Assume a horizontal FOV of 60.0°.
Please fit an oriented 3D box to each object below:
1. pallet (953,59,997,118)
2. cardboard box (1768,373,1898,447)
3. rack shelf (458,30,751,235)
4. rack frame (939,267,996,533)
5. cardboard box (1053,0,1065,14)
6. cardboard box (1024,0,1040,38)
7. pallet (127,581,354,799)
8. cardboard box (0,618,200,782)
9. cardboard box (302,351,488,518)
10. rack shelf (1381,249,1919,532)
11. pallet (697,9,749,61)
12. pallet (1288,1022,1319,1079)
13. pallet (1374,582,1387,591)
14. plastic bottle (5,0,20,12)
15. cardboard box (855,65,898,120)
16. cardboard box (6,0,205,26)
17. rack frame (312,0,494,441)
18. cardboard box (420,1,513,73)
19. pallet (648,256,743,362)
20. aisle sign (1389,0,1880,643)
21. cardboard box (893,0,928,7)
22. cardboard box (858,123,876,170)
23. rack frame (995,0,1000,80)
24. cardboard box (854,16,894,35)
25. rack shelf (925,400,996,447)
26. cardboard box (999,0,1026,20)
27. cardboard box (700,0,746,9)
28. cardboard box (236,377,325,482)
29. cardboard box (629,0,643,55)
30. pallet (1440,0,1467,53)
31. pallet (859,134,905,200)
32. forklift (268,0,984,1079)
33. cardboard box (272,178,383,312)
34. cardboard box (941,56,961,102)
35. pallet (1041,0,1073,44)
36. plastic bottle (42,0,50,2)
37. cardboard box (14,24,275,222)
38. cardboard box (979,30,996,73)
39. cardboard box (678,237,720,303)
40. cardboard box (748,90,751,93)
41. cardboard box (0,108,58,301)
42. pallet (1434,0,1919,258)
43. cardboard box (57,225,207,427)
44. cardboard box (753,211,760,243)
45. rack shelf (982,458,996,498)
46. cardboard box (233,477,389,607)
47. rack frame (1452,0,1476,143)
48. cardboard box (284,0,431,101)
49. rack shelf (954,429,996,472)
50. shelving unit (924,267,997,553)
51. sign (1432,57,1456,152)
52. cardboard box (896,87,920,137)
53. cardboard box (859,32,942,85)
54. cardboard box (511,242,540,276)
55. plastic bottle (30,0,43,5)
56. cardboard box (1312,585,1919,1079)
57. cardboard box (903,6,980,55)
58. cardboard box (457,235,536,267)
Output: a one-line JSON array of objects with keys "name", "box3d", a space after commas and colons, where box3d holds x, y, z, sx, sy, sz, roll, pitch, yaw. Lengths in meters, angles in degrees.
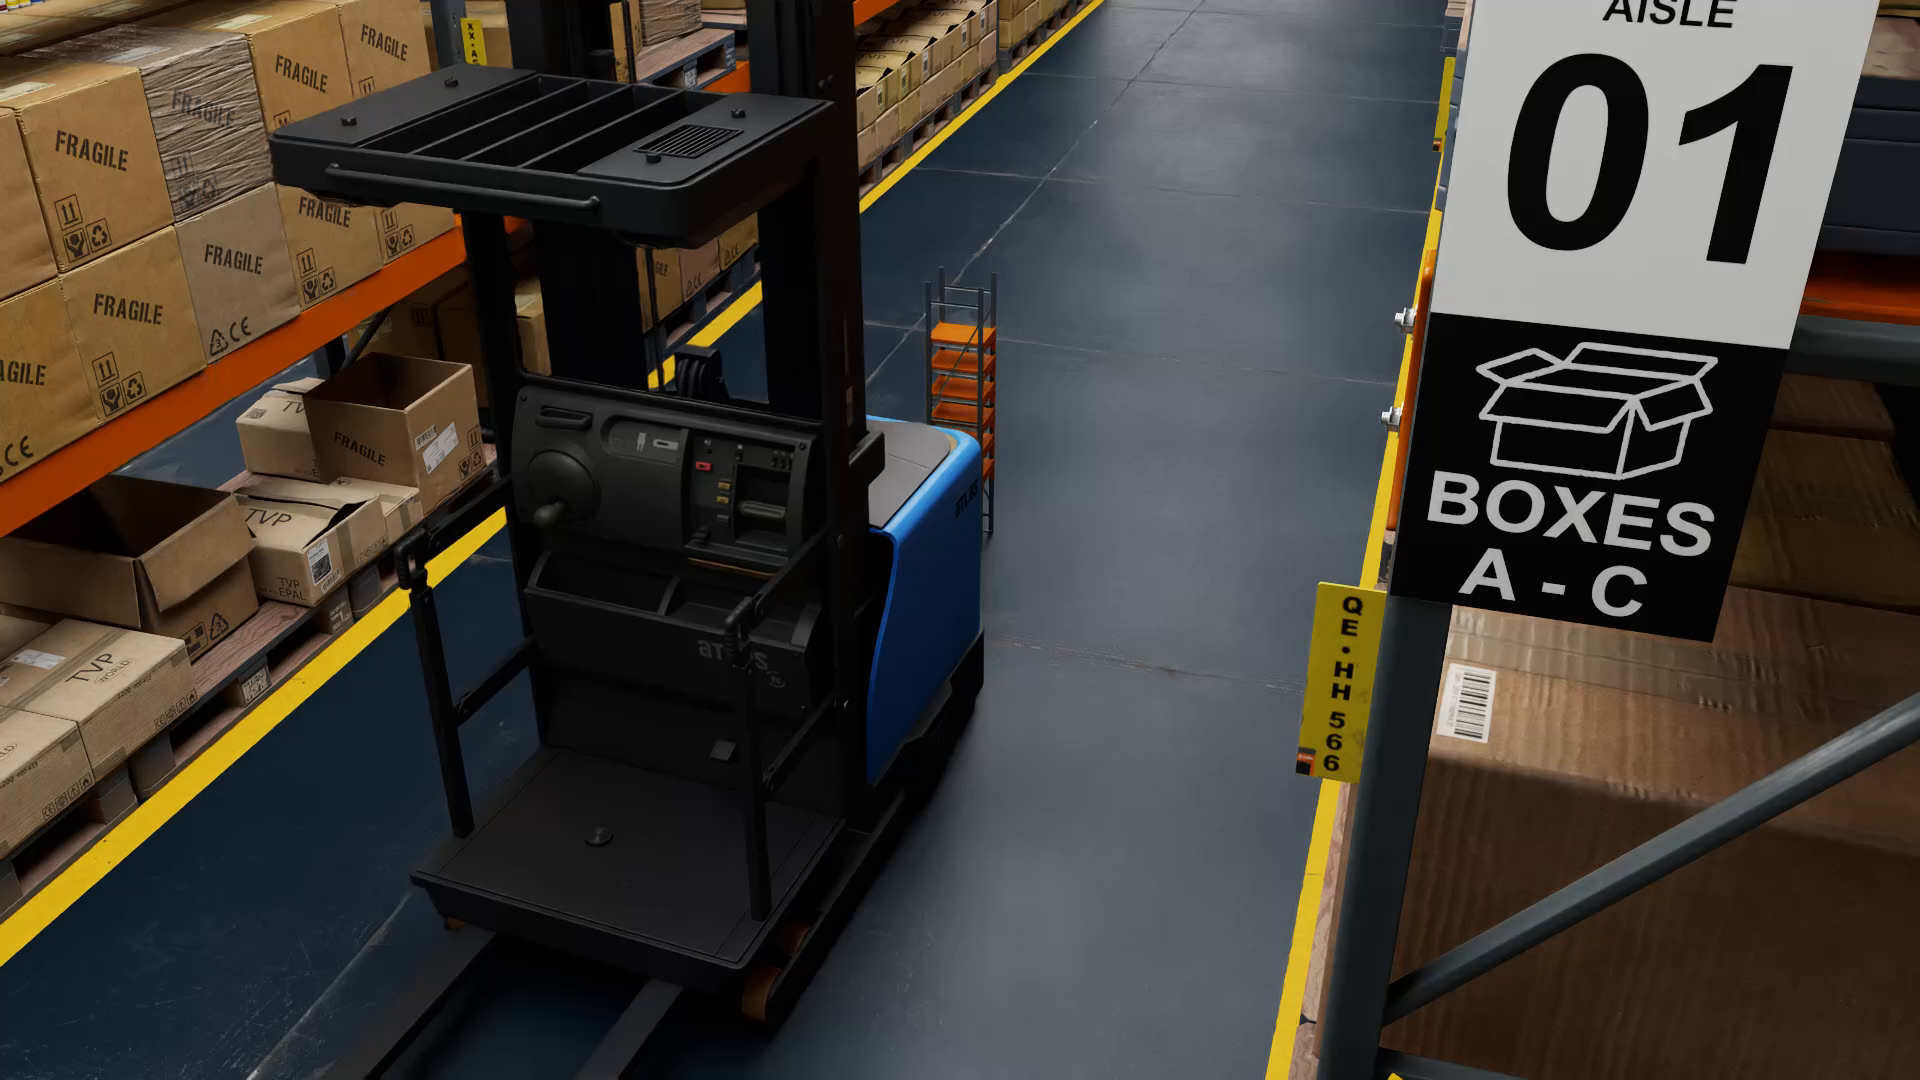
[{"name": "pallet", "box3d": [-0.337, -3.814, 13.890, 1.003, 0.211, 1.213, 8, 30, 15]}, {"name": "cardboard box", "box3d": [1.632, -0.161, 4.146, 0.980, 0.700, 0.700, 7, 30, 12]}, {"name": "rack shelf", "box3d": [-1.919, -2.278, 9.000, 1.077, 0.370, 4.000, 8, 30, 15]}, {"name": "rack frame", "box3d": [0.031, -0.574, 7.047, 0.240, 1.200, 0.006, 8, 30, 15]}, {"name": "cardboard box", "box3d": [0.712, -5.232, 15.965, 0.500, 0.250, 0.500, 8, 30, 15]}, {"name": "cardboard box", "box3d": [0.420, -4.767, 15.130, 0.500, 0.250, 0.500, 8, 30, 15]}, {"name": "pallet", "box3d": [-3.065, 0.443, 6.236, 1.003, 0.211, 1.213, 8, 30, 15]}, {"name": "cardboard box", "box3d": [-2.956, 0.528, 5.591, 0.500, 0.250, 0.500, 8, 30, 15]}, {"name": "cardboard box", "box3d": [-2.402, -0.458, 7.106, 0.500, 0.500, 0.500, 8, 30, 15]}, {"name": "rack shelf", "box3d": [1.643, -1.025, 3.662, 1.077, 0.370, 4.000, 8, 30, 15]}, {"name": "pallet", "box3d": [-1.464, -3.113, 9.958, 1.213, 0.211, 1.003, 8, 30, 15]}, {"name": "pallet", "box3d": [1.216, 1.737, 3.911, 1.003, 0.211, 1.213, 8, 30, 15]}, {"name": "pallet", "box3d": [1.932, 0.603, 5.949, 1.003, 0.211, 1.213, 8, 30, 15]}, {"name": "plastic bottle", "box3d": [-6.067, -3.465, 10.598, 0.097, 0.201, 0.097, 0, 29, 0]}, {"name": "cardboard box", "box3d": [-0.751, -3.196, 11.729, 0.500, 0.311, 0.500, 8, 30, 14]}, {"name": "cardboard box", "box3d": [-3.064, -1.725, 6.134, 0.500, 0.500, 0.500, 8, 30, 13]}, {"name": "rack frame", "box3d": [-2.506, -1.663, 7.154, 1.000, 3.000, 0.127, 8, 30, 15]}, {"name": "cardboard box", "box3d": [-2.153, -2.079, 7.366, 0.700, 0.500, 0.500, -1, 29, -2]}, {"name": "pallet", "box3d": [-1.947, -1.397, 9.544, 1.003, 0.211, 1.213, 8, 30, 15]}, {"name": "aisle sign", "box3d": [0.748, -0.245, 1.930, 0.394, 0.787, 0.004, 8, 30, 15]}, {"name": "cardboard box", "box3d": [-0.517, -4.451, 13.986, 0.500, 0.311, 0.500, 9, 30, 15]}, {"name": "cardboard box", "box3d": [-0.898, -2.705, 11.424, 0.500, 0.250, 0.500, 8, 30, 15]}, {"name": "rack frame", "box3d": [-0.158, -5.381, 13.837, 1.000, 3.000, 0.127, 8, 30, 15]}, {"name": "cardboard box", "box3d": [-0.820, -3.979, 13.136, 0.500, 0.311, 0.500, 8, 30, 13]}, {"name": "rack shelf", "box3d": [0.004, -0.492, 6.992, 0.258, 0.103, 0.180, 8, 30, 15]}, {"name": "cardboard box", "box3d": [0.278, -4.861, 14.528, 0.500, 0.500, 0.500, 8, 30, 15]}, {"name": "cardboard box", "box3d": [-1.409, -3.441, 9.814, 0.700, 0.500, 0.500, -1, 29, -2]}, {"name": "cardboard box", "box3d": [-2.836, -0.516, 7.406, 0.500, 0.311, 0.500, 8, 30, 15]}, {"name": "cardboard box", "box3d": [-2.047, -2.720, 8.520, 0.700, 0.500, 0.500, 1, 29, 2]}, {"name": "pallet", "box3d": [3.512, -3.080, 9.898, 1.213, 0.211, 1.003, 8, 30, 15]}, {"name": "pallet", "box3d": [-1.053, -2.681, 11.851, 1.003, 0.211, 1.213, 8, 30, 15]}, {"name": "forklift", "box3d": [-0.918, -0.129, 4.467, 1.130, 2.935, 3.031, 11, 31, 18]}, {"name": "cardboard box", "box3d": [-2.558, -1.198, 6.215, 0.500, 0.500, 0.500, 9, 30, 16]}, {"name": "cardboard box", "box3d": [-0.302, -3.656, 13.133, 0.500, 0.250, 0.500, 9, 30, 16]}, {"name": "pallet", "box3d": [0.472, -5.095, 16.191, 1.003, 0.211, 1.213, 8, 30, 15]}, {"name": "plastic bottle", "box3d": [-5.982, -3.601, 10.842, 0.097, 0.201, 0.097, 0, 29, 0]}, {"name": "cardboard box", "box3d": [-2.703, -1.399, 5.548, 0.500, 0.500, 0.500, 9, 30, 15]}, {"name": "cardboard box", "box3d": [-0.003, -4.129, 13.983, 0.500, 0.250, 0.500, 8, 30, 14]}, {"name": "cardboard box", "box3d": [-1.682, -1.669, 9.283, 0.500, 0.500, 0.500, 7, 30, 13]}, {"name": "cardboard box", "box3d": [-1.414, -3.028, 11.427, 0.500, 0.311, 0.500, 9, 30, 16]}, {"name": "cardboard box", "box3d": [-3.000, -0.929, 4.704, 0.500, 0.500, 0.500, 9, 30, 16]}, {"name": "pallet", "box3d": [1.264, -0.718, 2.460, 1.003, 0.211, 1.213, 8, 30, 15]}, {"name": "cardboard box", "box3d": [-2.853, -0.722, 5.359, 0.500, 0.500, 0.500, 9, 30, 16]}, {"name": "cardboard box", "box3d": [-1.382, -2.154, 10.155, 0.500, 0.500, 0.500, 10, 31, 17]}, {"name": "rack shelf", "box3d": [0.004, -0.282, 7.109, 0.258, 0.103, 0.180, 8, 30, 15]}, {"name": "cardboard box", "box3d": [-2.622, -0.027, 6.526, 0.500, 0.311, 0.500, 8, 30, 15]}, {"name": "rack frame", "box3d": [1.056, -1.721, 1.087, 1.000, 3.000, 0.127, 8, 30, 15]}, {"name": "cardboard box", "box3d": [-2.407, -1.872, 6.398, 0.500, 0.500, 0.500, 9, 30, 15]}, {"name": "rack shelf", "box3d": [0.004, -0.387, 7.050, 0.258, 0.103, 0.180, 8, 30, 15]}, {"name": "shelving unit", "box3d": [0.004, -0.531, 6.970, 0.258, 1.200, 0.189, 8, 30, 15]}, {"name": "sign", "box3d": [1.709, -1.502, 5.756, 0.100, 0.325, 0.005, 8, 30, 15]}, {"name": "cardboard box", "box3d": [-0.604, -3.182, 12.280, 0.500, 0.250, 0.500, 8, 30, 14]}, {"name": "cardboard box", "box3d": [-0.449, -3.672, 12.584, 0.500, 0.311, 0.500, 8, 30, 14]}, {"name": "cardboard box", "box3d": [-1.985, -1.203, 8.445, 0.500, 0.500, 0.500, 9, 30, 16]}, {"name": "plastic bottle", "box3d": [-6.010, -3.586, 10.744, 0.097, 0.271, 0.097, 0, 29, 0]}, {"name": "cardboard box", "box3d": [1.197, 0.531, 2.901, 0.980, 0.700, 0.700, 10, 31, 17]}, {"name": "cardboard box", "box3d": [-0.149, -4.136, 13.419, 0.500, 0.311, 0.500, 9, 30, 16]}, {"name": "cardboard box", "box3d": [-2.482, -1.262, 8.552, 0.500, 0.500, 0.500, 9, 30, 15]}]
